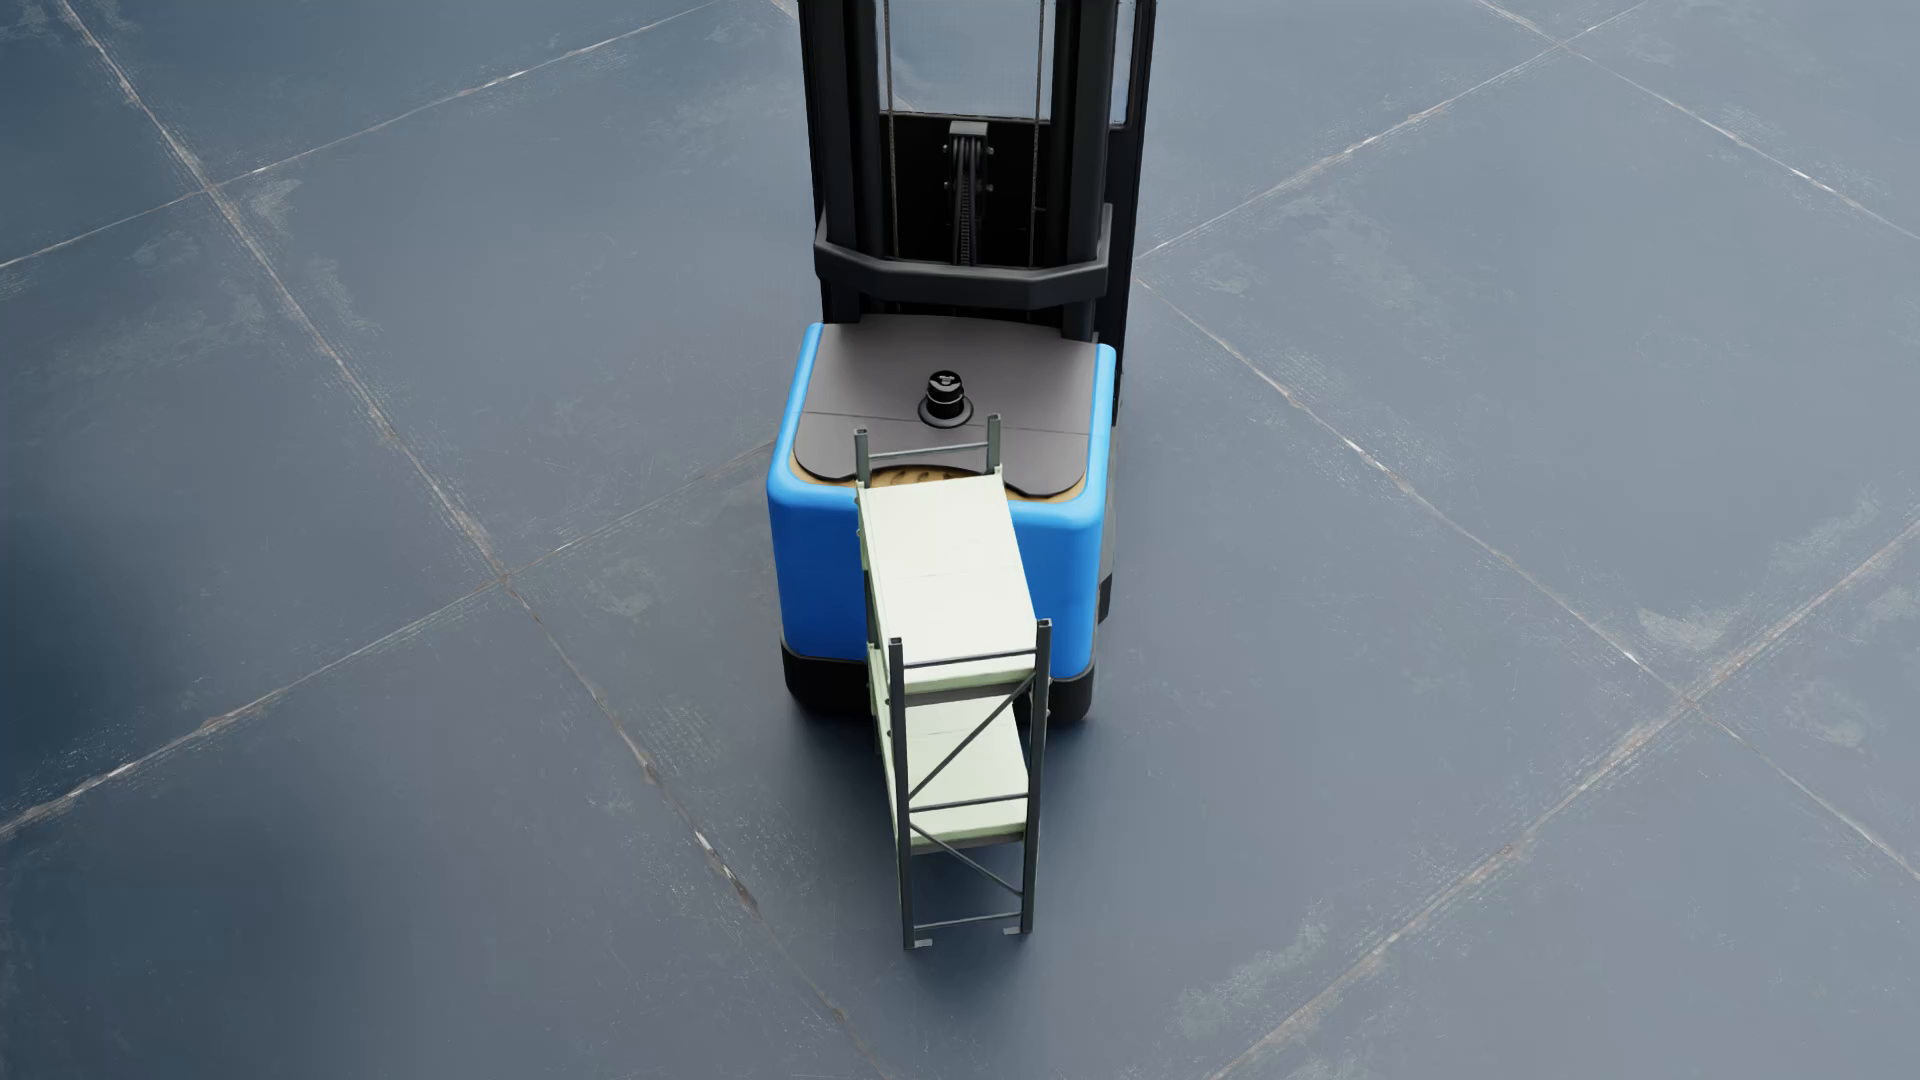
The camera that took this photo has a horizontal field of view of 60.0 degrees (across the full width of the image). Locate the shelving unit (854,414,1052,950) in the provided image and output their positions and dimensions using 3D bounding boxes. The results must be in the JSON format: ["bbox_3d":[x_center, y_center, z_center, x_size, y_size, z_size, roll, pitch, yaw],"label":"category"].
[{"bbox_3d":[-0.032,0.458,4.823,0.431,1.500,0.755,-7,48,-6],"label":"shelving unit"}]

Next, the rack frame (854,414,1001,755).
[{"bbox_3d":[-0.088,0.190,5.066,0.400,1.500,0.023,-7,48,-6],"label":"rack frame"}]

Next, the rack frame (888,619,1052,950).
[{"bbox_3d":[0.024,0.726,4.580,0.400,1.500,0.023,-7,48,-6],"label":"rack frame"}]

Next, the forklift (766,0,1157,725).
[{"bbox_3d":[0.079,-1.464,5.599,1.130,2.935,3.031,5,48,4],"label":"forklift"}]

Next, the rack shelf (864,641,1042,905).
[{"bbox_3d":[-0.032,0.677,5.064,0.431,0.370,0.720,-7,48,-6],"label":"rack shelf"}]

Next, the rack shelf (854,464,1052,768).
[{"bbox_3d":[-0.032,0.196,4.534,0.431,0.370,0.720,-7,48,-6],"label":"rack shelf"}]
